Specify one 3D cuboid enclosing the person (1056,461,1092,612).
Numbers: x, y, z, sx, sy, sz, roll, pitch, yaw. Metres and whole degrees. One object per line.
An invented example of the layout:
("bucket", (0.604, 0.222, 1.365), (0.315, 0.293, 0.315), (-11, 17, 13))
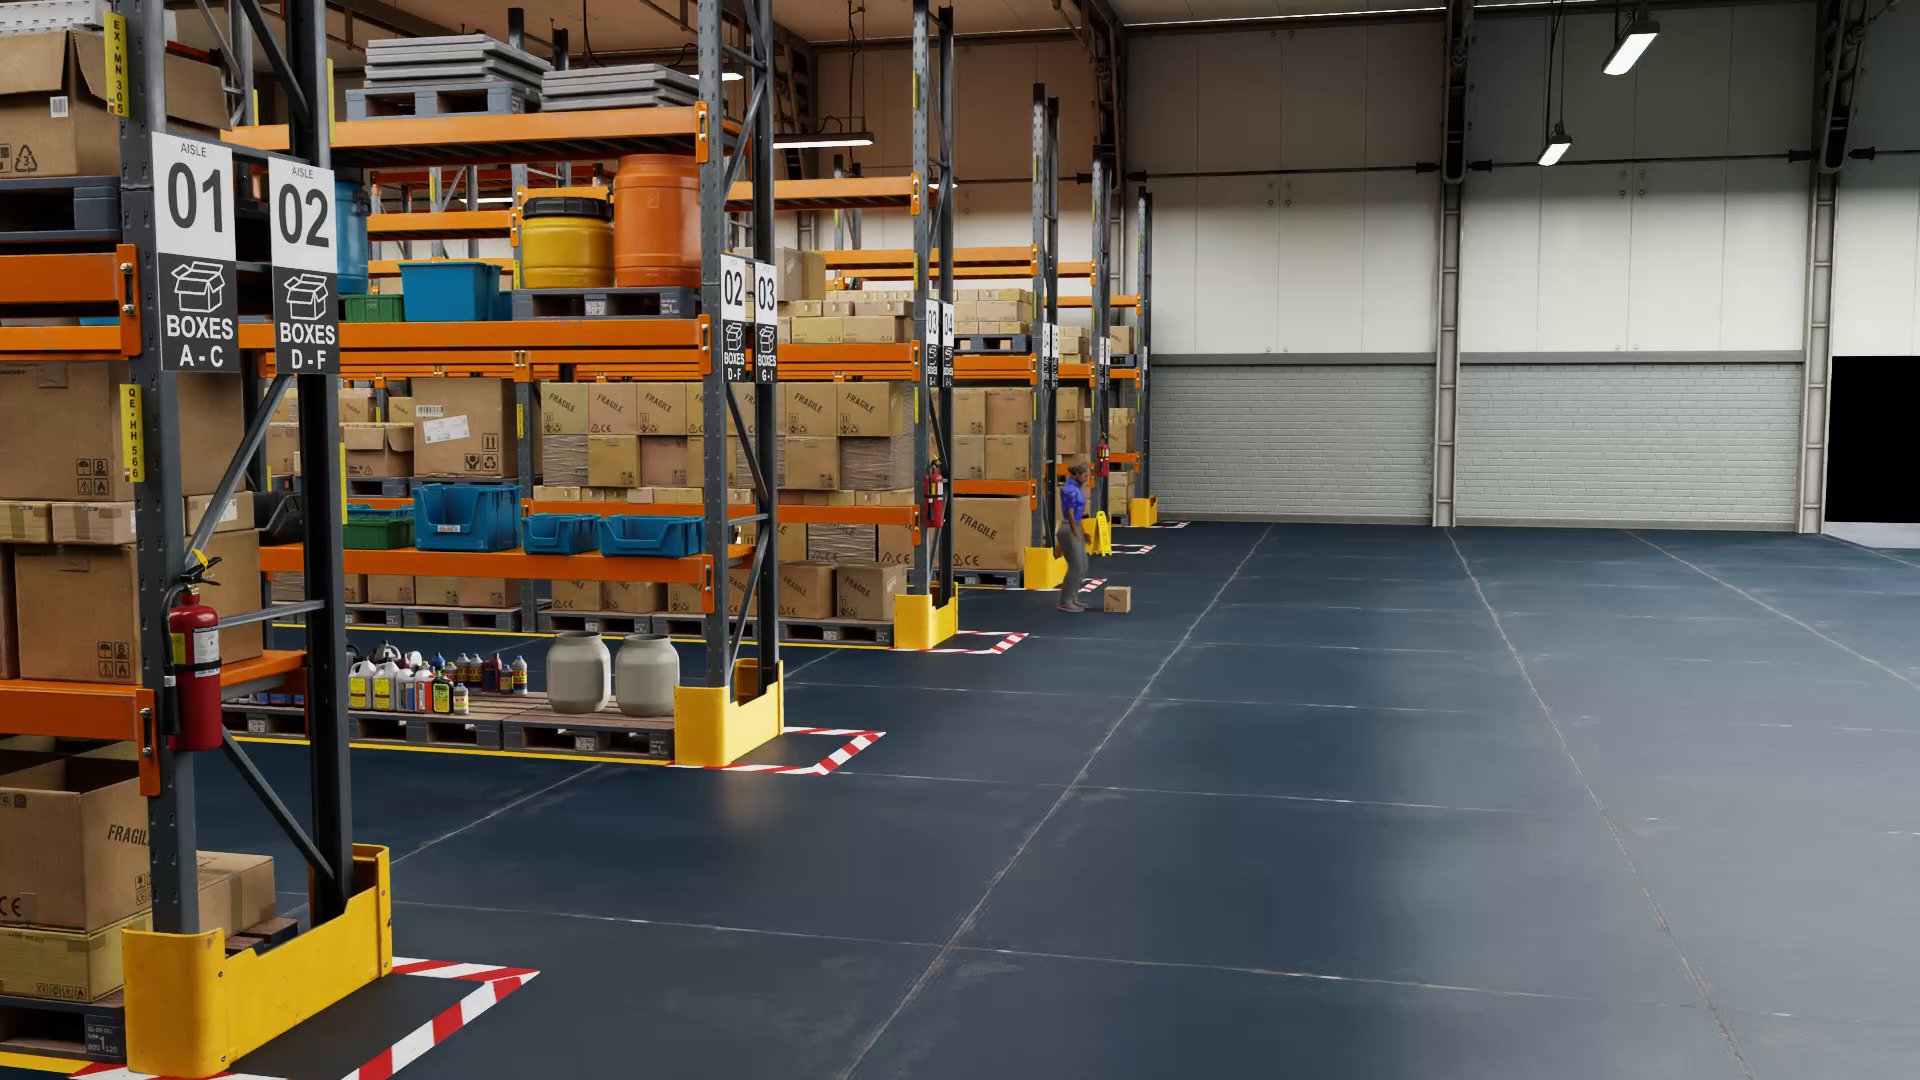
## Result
("person", (1.240, -0.043, 18.101), (0.349, 1.626, 0.441), (1, 5, 15))
